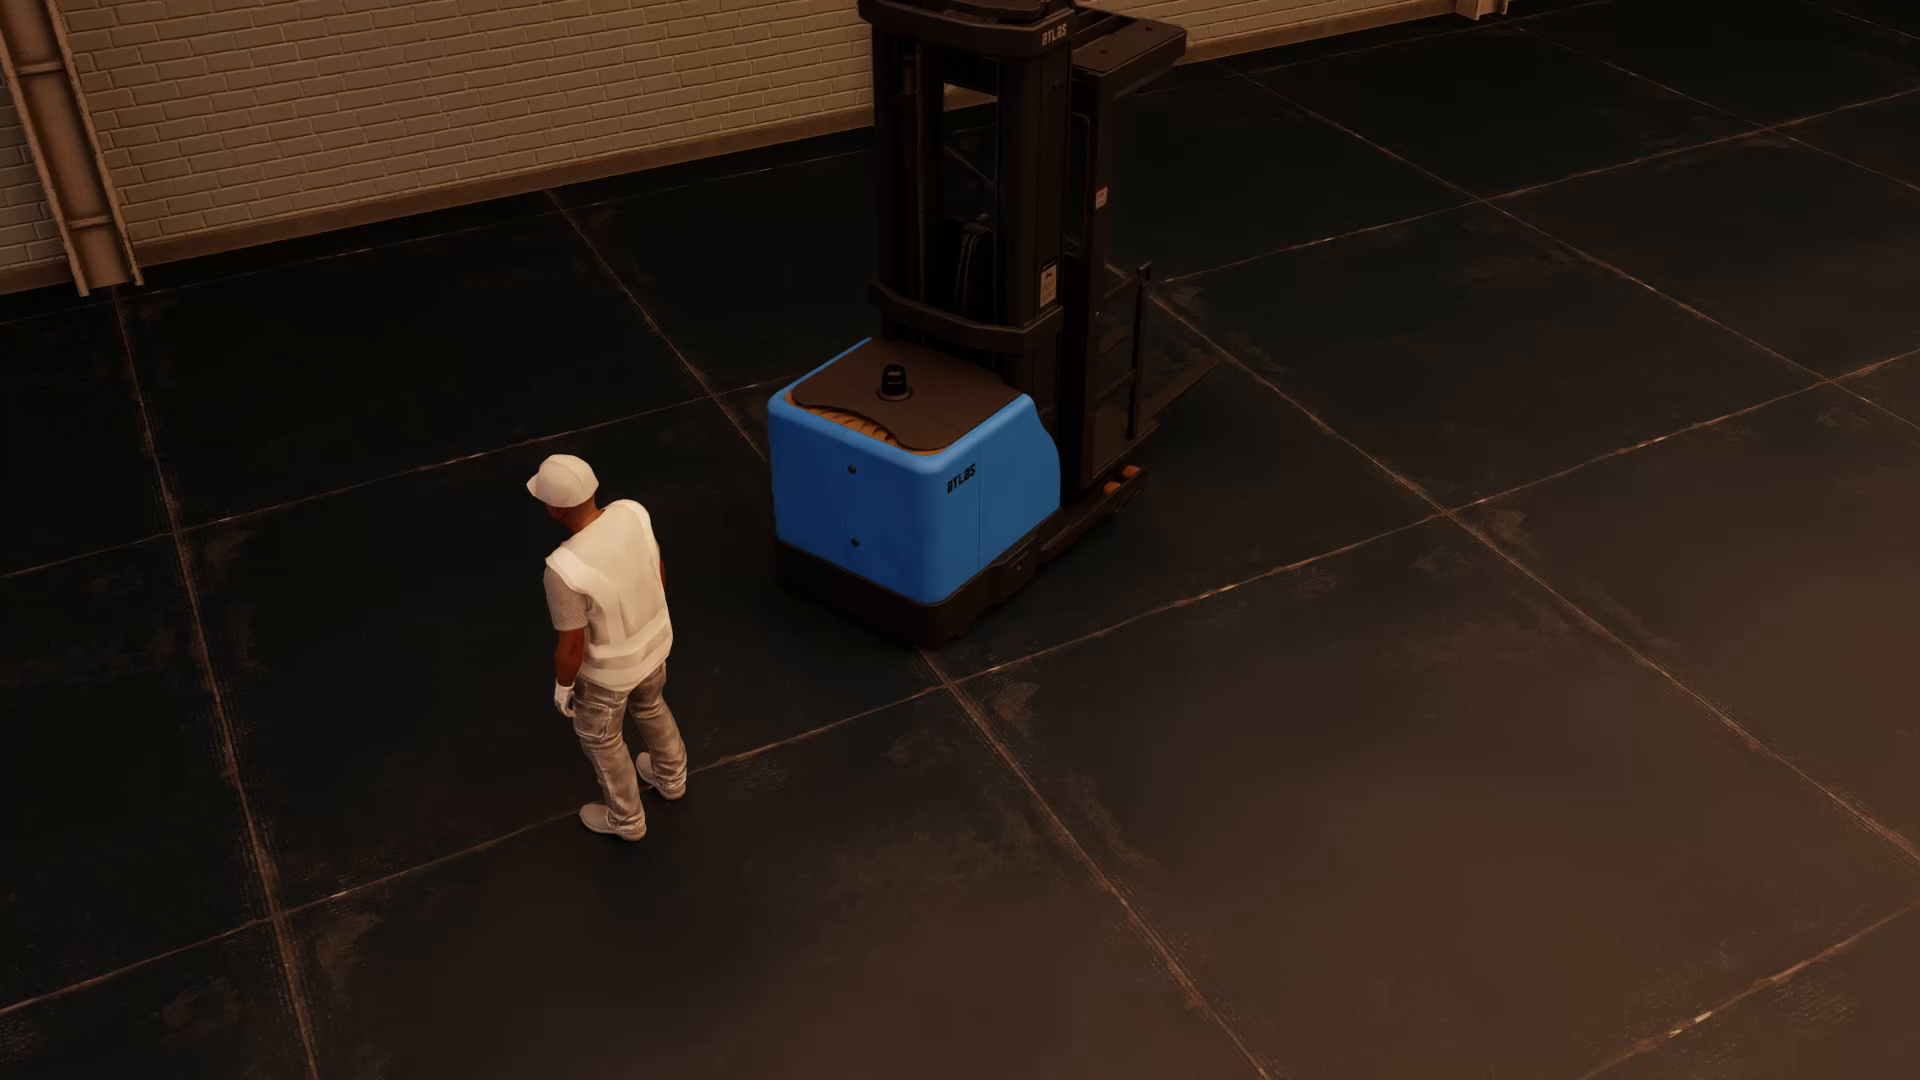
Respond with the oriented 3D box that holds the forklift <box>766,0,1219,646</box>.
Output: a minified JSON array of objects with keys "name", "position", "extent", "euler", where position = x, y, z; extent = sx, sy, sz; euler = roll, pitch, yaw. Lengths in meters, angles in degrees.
[{"name":"forklift","position":[0.359,-1.496,8.239],"extent":[1.130,2.935,3.031],"euler":[23,41,29]}]

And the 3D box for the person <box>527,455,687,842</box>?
[{"name":"person","position":[-1.370,0.430,6.522],"extent":[0.449,1.773,0.620],"euler":[18,39,24]}]
